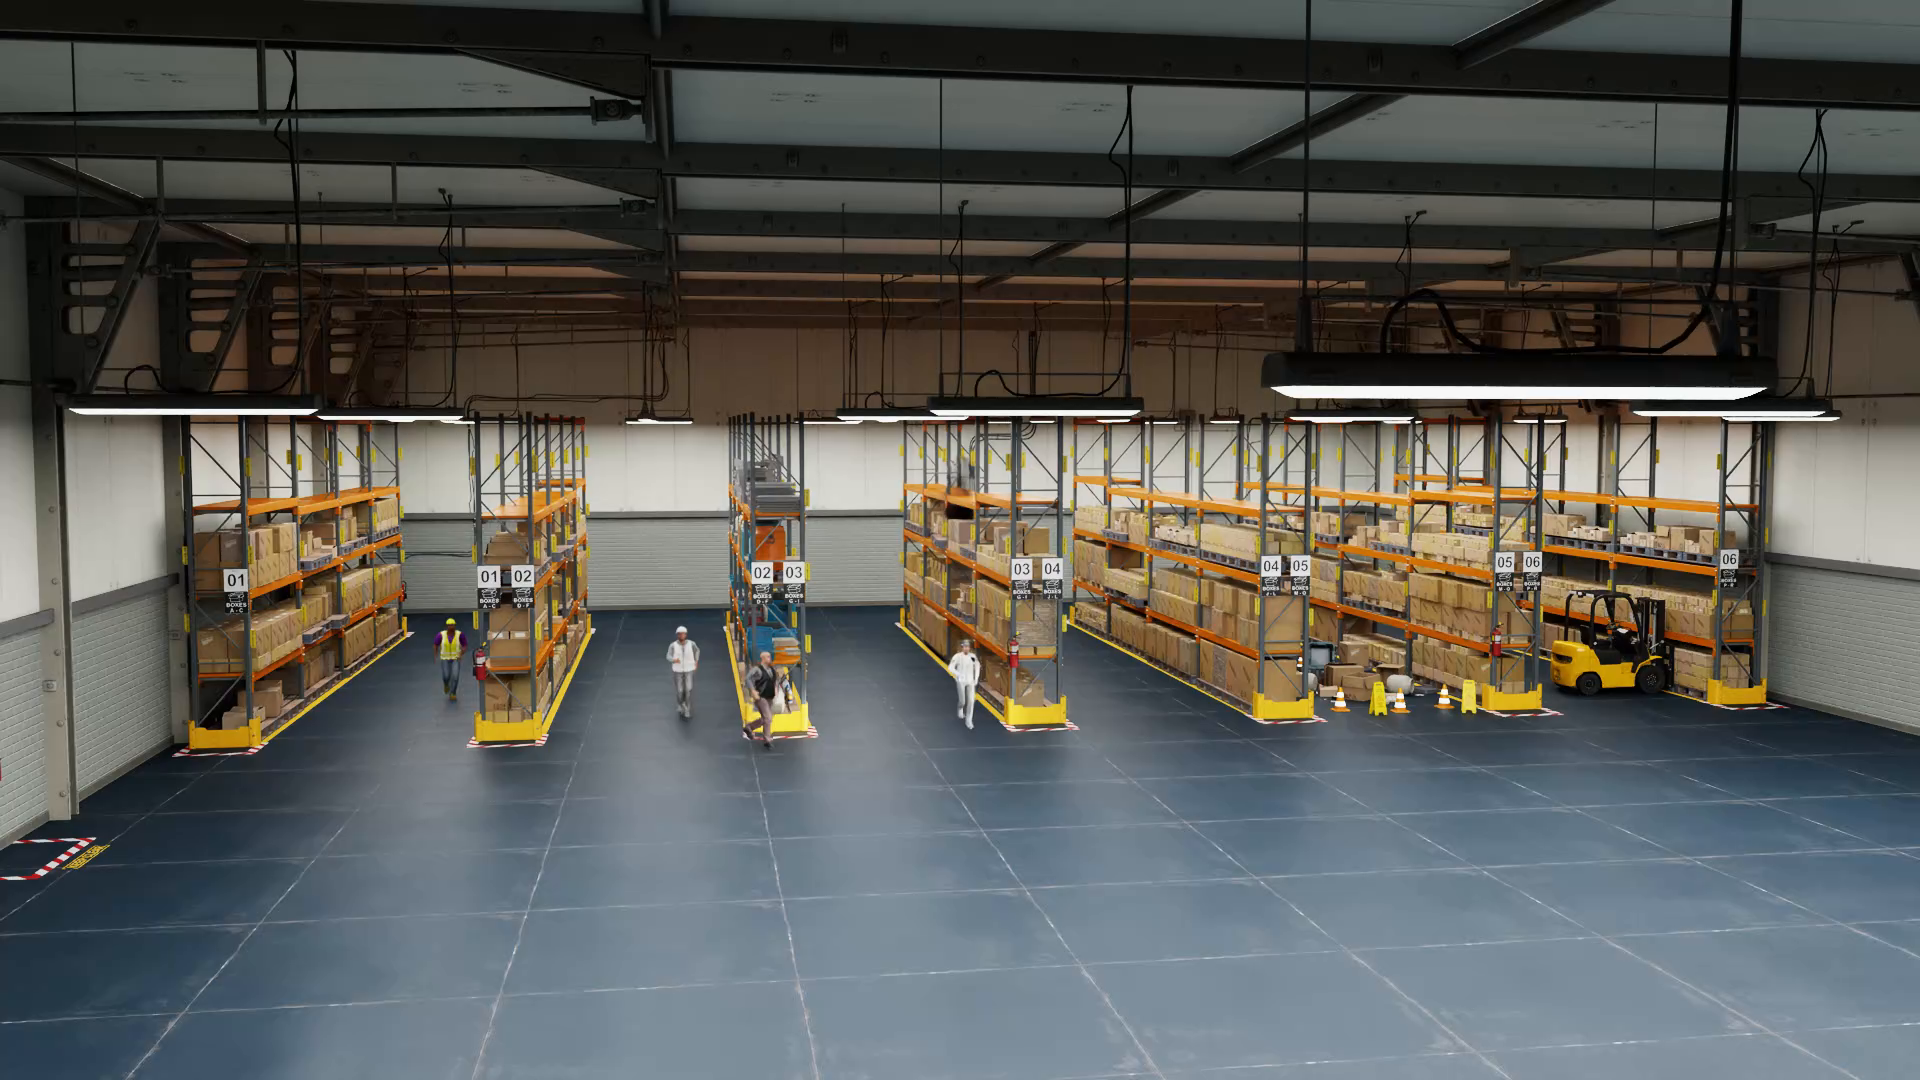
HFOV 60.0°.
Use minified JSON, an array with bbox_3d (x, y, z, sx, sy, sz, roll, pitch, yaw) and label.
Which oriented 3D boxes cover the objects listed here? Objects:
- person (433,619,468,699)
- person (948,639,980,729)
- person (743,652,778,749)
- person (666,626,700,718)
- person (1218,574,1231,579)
[{"bbox_3d":[-10.675,2.498,34.850,0.694,1.713,0.620,-1,4,-17],"label":"person"},{"bbox_3d":[0.095,2.732,31.917,0.655,1.698,0.794,-1,4,-13],"label":"person"},{"bbox_3d":[-3.548,2.867,29.889,0.840,1.730,0.687,3,5,34],"label":"person"},{"bbox_3d":[-5.482,2.613,32.926,0.658,1.822,0.734,-1,4,-7],"label":"person"},{"bbox_3d":[8.151,1.452,50.708,0.649,1.751,0.720,1,4,9],"label":"person"}]
